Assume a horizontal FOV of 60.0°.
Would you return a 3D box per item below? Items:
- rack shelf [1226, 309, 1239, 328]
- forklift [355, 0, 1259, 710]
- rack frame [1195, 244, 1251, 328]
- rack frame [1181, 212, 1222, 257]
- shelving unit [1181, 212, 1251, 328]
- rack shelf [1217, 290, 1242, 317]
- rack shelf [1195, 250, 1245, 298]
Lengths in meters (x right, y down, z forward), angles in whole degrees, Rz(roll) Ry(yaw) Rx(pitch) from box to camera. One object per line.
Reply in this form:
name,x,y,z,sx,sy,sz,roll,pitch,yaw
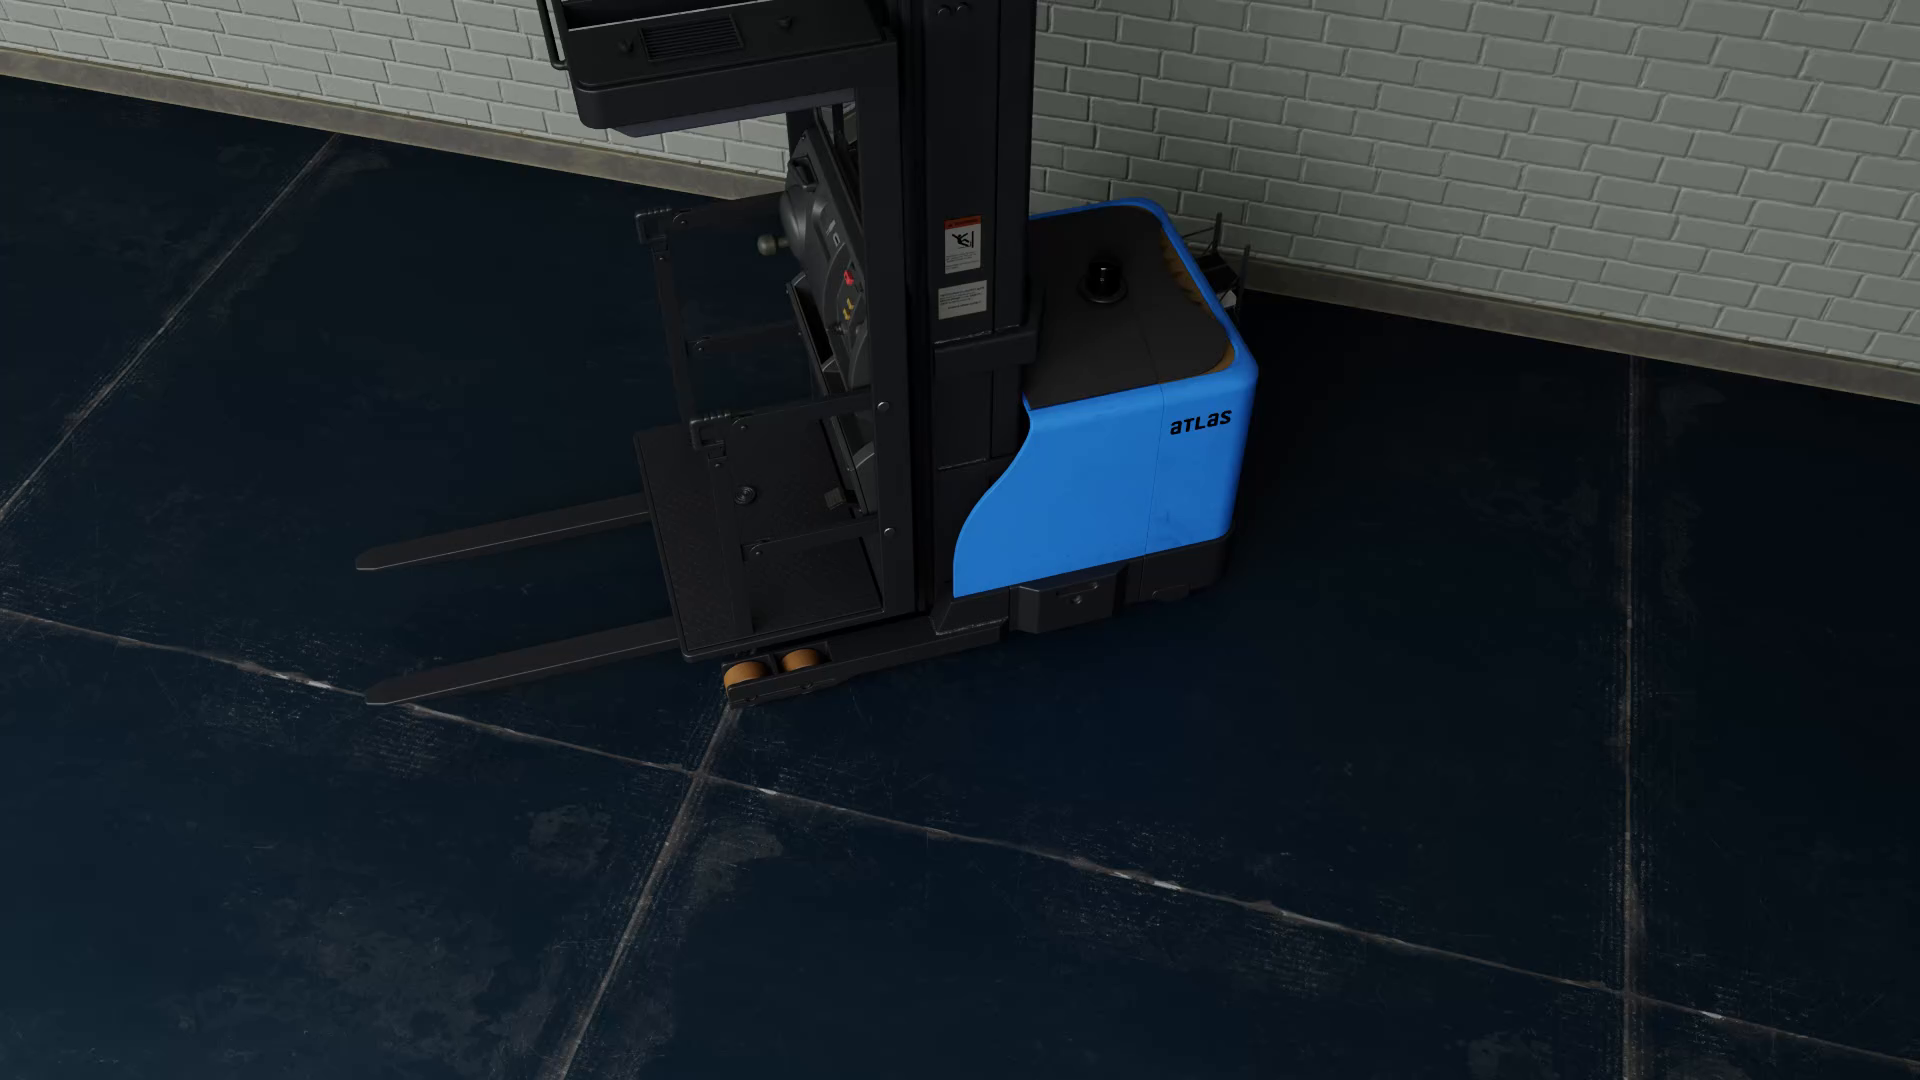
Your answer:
rack shelf,0.895,-0.837,6.313,0.258,0.077,0.200,-19,51,-16
forklift,-0.598,-0.839,5.036,3.031,2.935,1.130,-12,50,-11
rack frame,0.937,-0.730,6.294,0.240,0.900,0.006,-19,51,-16
rack frame,0.854,-0.869,6.417,0.240,0.900,0.006,-19,51,-16
shelving unit,0.895,-0.800,6.356,0.258,0.900,0.210,-19,51,-16
rack shelf,0.895,-0.897,6.246,0.258,0.077,0.200,-19,51,-16
rack shelf,0.895,-0.956,6.178,0.258,0.077,0.200,-19,51,-16
